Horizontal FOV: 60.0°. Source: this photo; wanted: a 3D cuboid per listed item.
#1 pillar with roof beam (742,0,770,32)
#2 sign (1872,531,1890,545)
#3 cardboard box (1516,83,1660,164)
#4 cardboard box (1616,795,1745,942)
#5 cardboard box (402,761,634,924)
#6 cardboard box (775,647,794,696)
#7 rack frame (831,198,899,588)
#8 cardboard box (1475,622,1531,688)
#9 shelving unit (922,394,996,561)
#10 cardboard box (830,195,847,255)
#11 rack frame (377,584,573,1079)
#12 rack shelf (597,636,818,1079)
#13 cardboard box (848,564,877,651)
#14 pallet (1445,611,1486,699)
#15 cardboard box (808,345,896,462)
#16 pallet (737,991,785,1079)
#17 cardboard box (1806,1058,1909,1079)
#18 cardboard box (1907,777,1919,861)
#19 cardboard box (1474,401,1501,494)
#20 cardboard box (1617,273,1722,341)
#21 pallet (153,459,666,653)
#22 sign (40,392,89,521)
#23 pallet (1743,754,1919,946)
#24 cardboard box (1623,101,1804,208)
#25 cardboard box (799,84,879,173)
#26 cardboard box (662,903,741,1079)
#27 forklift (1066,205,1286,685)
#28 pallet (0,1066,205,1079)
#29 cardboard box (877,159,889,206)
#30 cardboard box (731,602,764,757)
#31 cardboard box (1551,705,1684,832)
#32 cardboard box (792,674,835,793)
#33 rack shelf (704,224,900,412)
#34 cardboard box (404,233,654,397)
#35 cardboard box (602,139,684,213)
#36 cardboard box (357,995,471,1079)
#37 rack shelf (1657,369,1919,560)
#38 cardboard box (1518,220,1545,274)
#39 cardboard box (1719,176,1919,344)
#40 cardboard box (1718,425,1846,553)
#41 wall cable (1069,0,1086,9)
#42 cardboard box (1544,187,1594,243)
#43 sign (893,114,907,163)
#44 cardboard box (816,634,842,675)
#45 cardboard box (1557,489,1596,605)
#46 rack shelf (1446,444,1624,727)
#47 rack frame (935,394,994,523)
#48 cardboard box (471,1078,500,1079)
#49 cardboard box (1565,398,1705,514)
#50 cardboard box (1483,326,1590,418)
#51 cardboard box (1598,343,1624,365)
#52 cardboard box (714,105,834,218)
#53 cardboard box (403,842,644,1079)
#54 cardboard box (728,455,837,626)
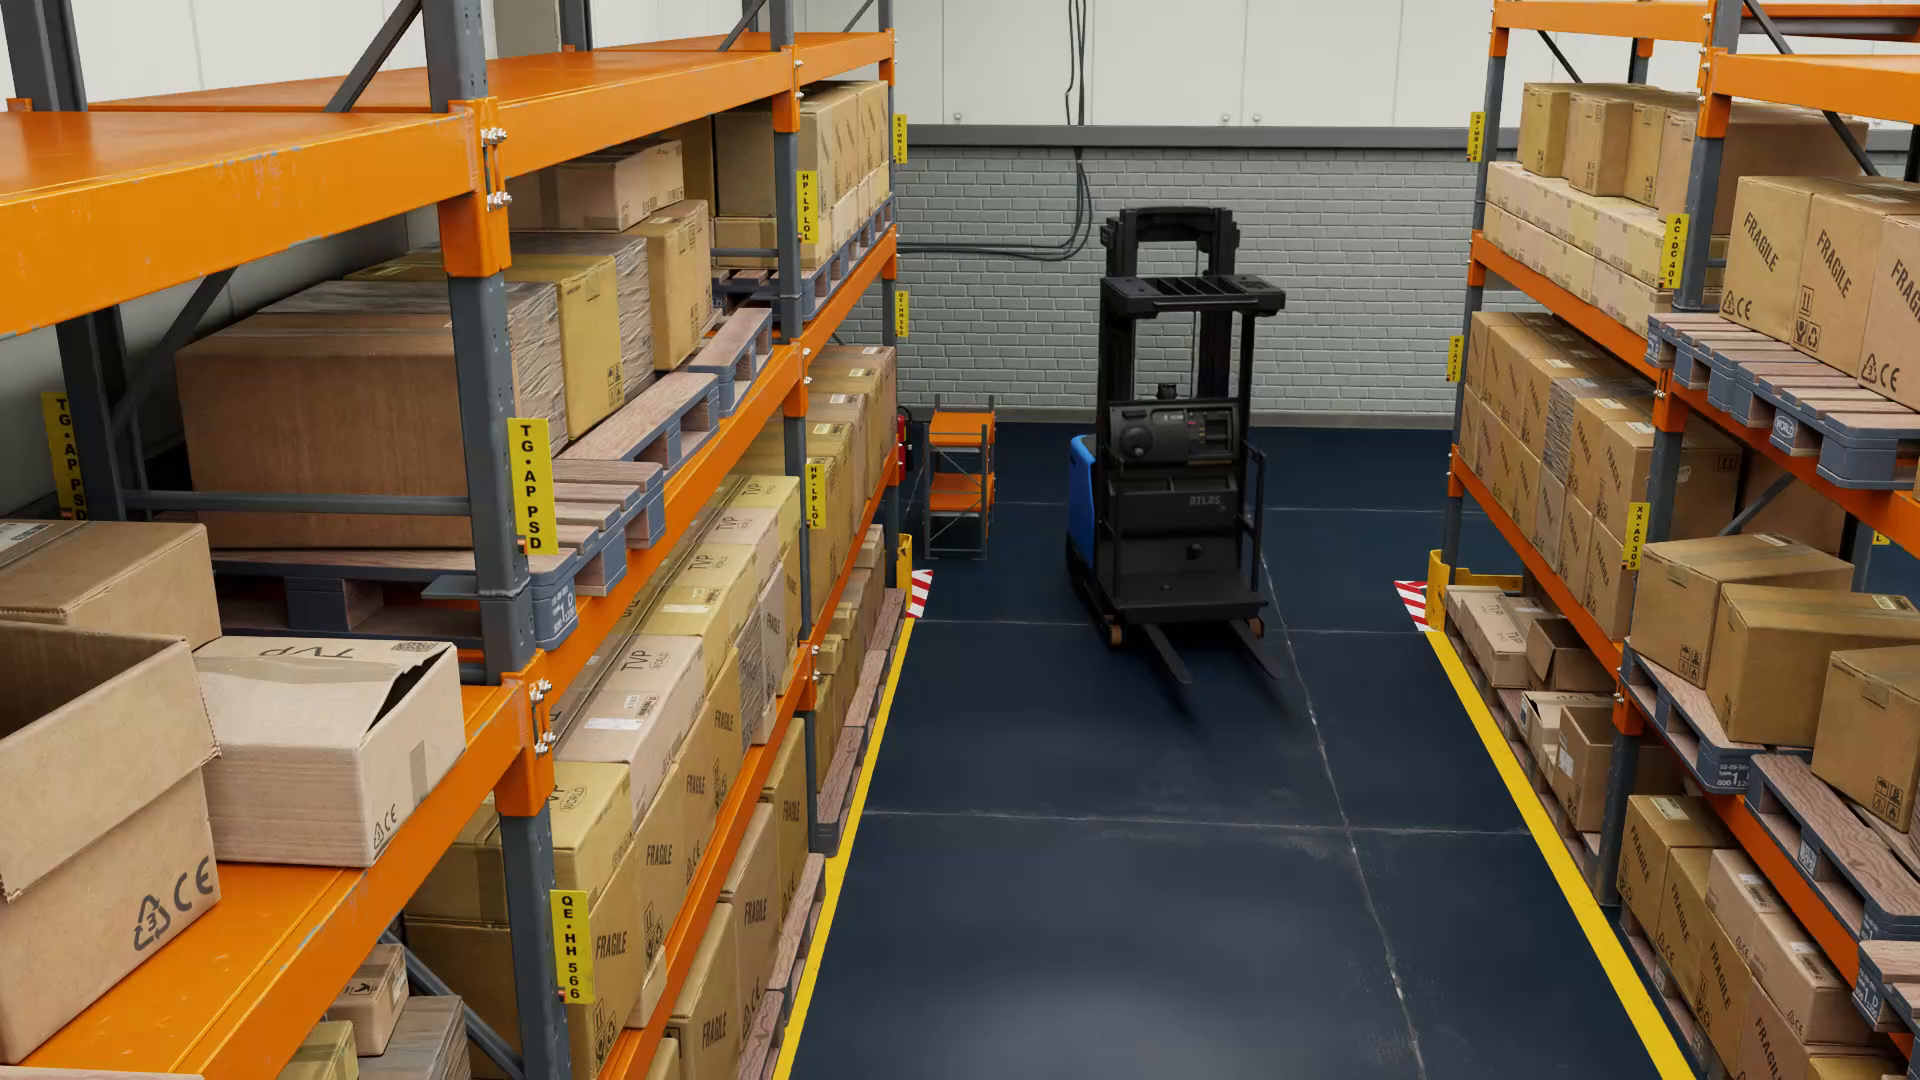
[{"bbox_3d":[2.671,-4.560,13.387,9.100,9.000,0.400,1,18,4],"label":"pillar with roof beam"},{"bbox_3d":[4.255,-0.134,7.656,0.100,0.325,0.005,1,18,4],"label":"sign"},{"bbox_3d":[3.967,-2.626,10.536,0.700,0.500,0.500,1,18,4],"label":"cardboard box"},{"bbox_3d":[3.423,1.528,7.750,0.500,0.500,0.500,0,18,1],"label":"cardboard box"},{"bbox_3d":[-1.235,0.839,4.672,0.500,0.250,0.500,2,18,5],"label":"cardboard box"},{"bbox_3d":[-0.977,0.595,7.660,0.380,0.149,0.250,2,18,5],"label":"cardboard box"},{"bbox_3d":[-0.954,-0.947,11.996,1.000,3.000,0.127,1,18,4],"label":"rack frame"},{"bbox_3d":[3.594,0.733,10.578,0.500,0.250,0.500,1,18,4],"label":"cardboard box"},{"bbox_3d":[0.000,-0.537,13.754,0.538,1.125,1.048,1,18,4],"label":"shelving unit"},{"bbox_3d":[-0.877,-1.673,8.799,0.500,0.250,0.500,1,18,3],"label":"cardboard box"},{"bbox_3d":[-1.527,1.538,4.413,1.000,3.000,0.127,1,18,4],"label":"rack frame"},{"bbox_3d":[-1.384,1.258,6.421,1.077,0.370,4.000,1,18,4],"label":"rack shelf"},{"bbox_3d":[-0.940,0.416,11.175,0.700,0.500,0.500,1,18,4],"label":"cardboard box"},{"bbox_3d":[3.926,0.759,11.269,1.003,0.211,1.213,1,18,4],"label":"pallet"},{"bbox_3d":[-0.980,-0.931,11.465,0.980,0.700,0.700,2,18,6],"label":"cardboard box"},{"bbox_3d":[-1.305,2.242,6.743,1.003,0.211,1.213,1,18,4],"label":"pallet"},{"bbox_3d":[3.284,2.169,5.793,0.500,0.500,0.500,1,18,2],"label":"cardboard box"},{"bbox_3d":[3.603,0.922,5.457,0.700,0.500,0.500,5,19,14],"label":"cardboard box"},{"bbox_3d":[3.661,-0.593,10.755,0.500,0.500,0.500,1,18,3],"label":"cardboard box"},{"bbox_3d":[3.470,-1.106,7.906,0.500,0.250,0.500,1,18,4],"label":"cardboard box"},{"bbox_3d":[-1.534,0.001,4.590,1.213,0.211,1.003,2,18,6],"label":"pallet"},{"bbox_3d":[-2.080,-0.186,3.899,0.100,0.325,0.005,1,18,4],"label":"sign"},{"bbox_3d":[3.549,1.134,5.953,1.003,0.211,1.213,1,18,4],"label":"pallet"},{"bbox_3d":[3.905,-2.003,8.635,0.700,0.500,0.500,1,18,4],"label":"cardboard box"},{"bbox_3d":[-0.781,-2.516,10.169,0.500,0.500,0.500,2,18,6],"label":"cardboard box"},{"bbox_3d":[-1.274,1.862,6.201,0.750,0.750,0.750,1,18,4],"label":"cardboard box"},{"bbox_3d":[1.541,-0.757,11.526,1.130,2.935,3.031,-2,18,-7],"label":"forklift"},{"bbox_3d":[-1.592,0.932,1.745,1.213,0.211,1.003,1,18,4],"label":"pallet"},{"bbox_3d":[-0.741,-2.315,10.759,0.500,0.250,0.500,2,18,6],"label":"cardboard box"},{"bbox_3d":[-1.093,0.560,6.725,0.500,0.500,0.500,1,18,4],"label":"cardboard box"},{"bbox_3d":[3.459,1.200,8.751,0.500,0.500,0.500,1,18,4],"label":"cardboard box"},{"bbox_3d":[-1.084,1.054,9.230,0.700,0.500,0.500,2,18,5],"label":"cardboard box"},{"bbox_3d":[-1.097,-1.410,9.745,1.077,0.370,4.000,1,18,4],"label":"rack shelf"},{"bbox_3d":[-1.488,-0.787,5.825,0.700,0.500,0.500,1,18,4],"label":"cardboard box"},{"bbox_3d":[-1.434,-1.473,6.712,0.500,0.250,0.500,3,18,8],"label":"cardboard box"},{"bbox_3d":[-1.551,1.427,3.883,0.700,0.500,0.500,-1,18,-3],"label":"cardboard box"},{"bbox_3d":[3.557,-0.058,5.620,1.077,0.370,4.000,1,18,4],"label":"rack shelf"},{"bbox_3d":[3.614,-1.728,9.802,0.500,0.250,0.500,1,18,4],"label":"cardboard box"},{"bbox_3d":[3.591,-1.161,6.835,0.600,0.600,0.600,0,18,-1],"label":"cardboard box"},{"bbox_3d":[4.015,-0.258,8.127,0.500,0.500,0.500,2,18,5],"label":"cardboard box"},{"bbox_3d":[2.507,-6.411,15.911,3.097,2.526,0.112,1,18,4],"label":"wall cable"},{"bbox_3d":[3.579,-1.810,9.250,0.500,0.250,0.500,1,18,4],"label":"cardboard box"},{"bbox_3d":[-0.413,-2.739,11.353,0.100,0.325,0.005,1,18,4],"label":"sign"},{"bbox_3d":[-0.878,0.643,9.442,0.380,0.149,0.250,2,18,6],"label":"cardboard box"},{"bbox_3d":[3.516,0.036,8.835,0.500,0.500,0.500,2,18,5],"label":"cardboard box"},{"bbox_3d":[3.844,0.125,9.879,1.077,0.370,4.000,1,18,4],"label":"rack shelf"},{"bbox_3d":[0.037,-0.695,14.236,0.500,1.125,0.032,1,18,4],"label":"rack frame"},{"bbox_3d":[-1.273,1.550,4.746,0.380,0.149,0.250,1,18,3],"label":"cardboard box"},{"bbox_3d":[3.513,-0.440,8.682,0.500,0.500,0.500,1,18,3],"label":"cardboard box"},{"bbox_3d":[3.663,-1.066,10.592,0.500,0.500,0.500,1,18,4],"label":"cardboard box"},{"bbox_3d":[4.162,-0.898,10.080,0.500,0.500,0.500,2,18,5],"label":"cardboard box"},{"bbox_3d":[-0.910,-1.878,8.220,0.500,0.500,0.500,1,18,3],"label":"cardboard box"},{"bbox_3d":[-1.237,1.194,4.791,0.500,0.500,0.500,2,18,6],"label":"cardboard box"},{"bbox_3d":[-1.185,-0.015,8.671,0.980,0.700,0.700,2,18,5],"label":"cardboard box"}]
